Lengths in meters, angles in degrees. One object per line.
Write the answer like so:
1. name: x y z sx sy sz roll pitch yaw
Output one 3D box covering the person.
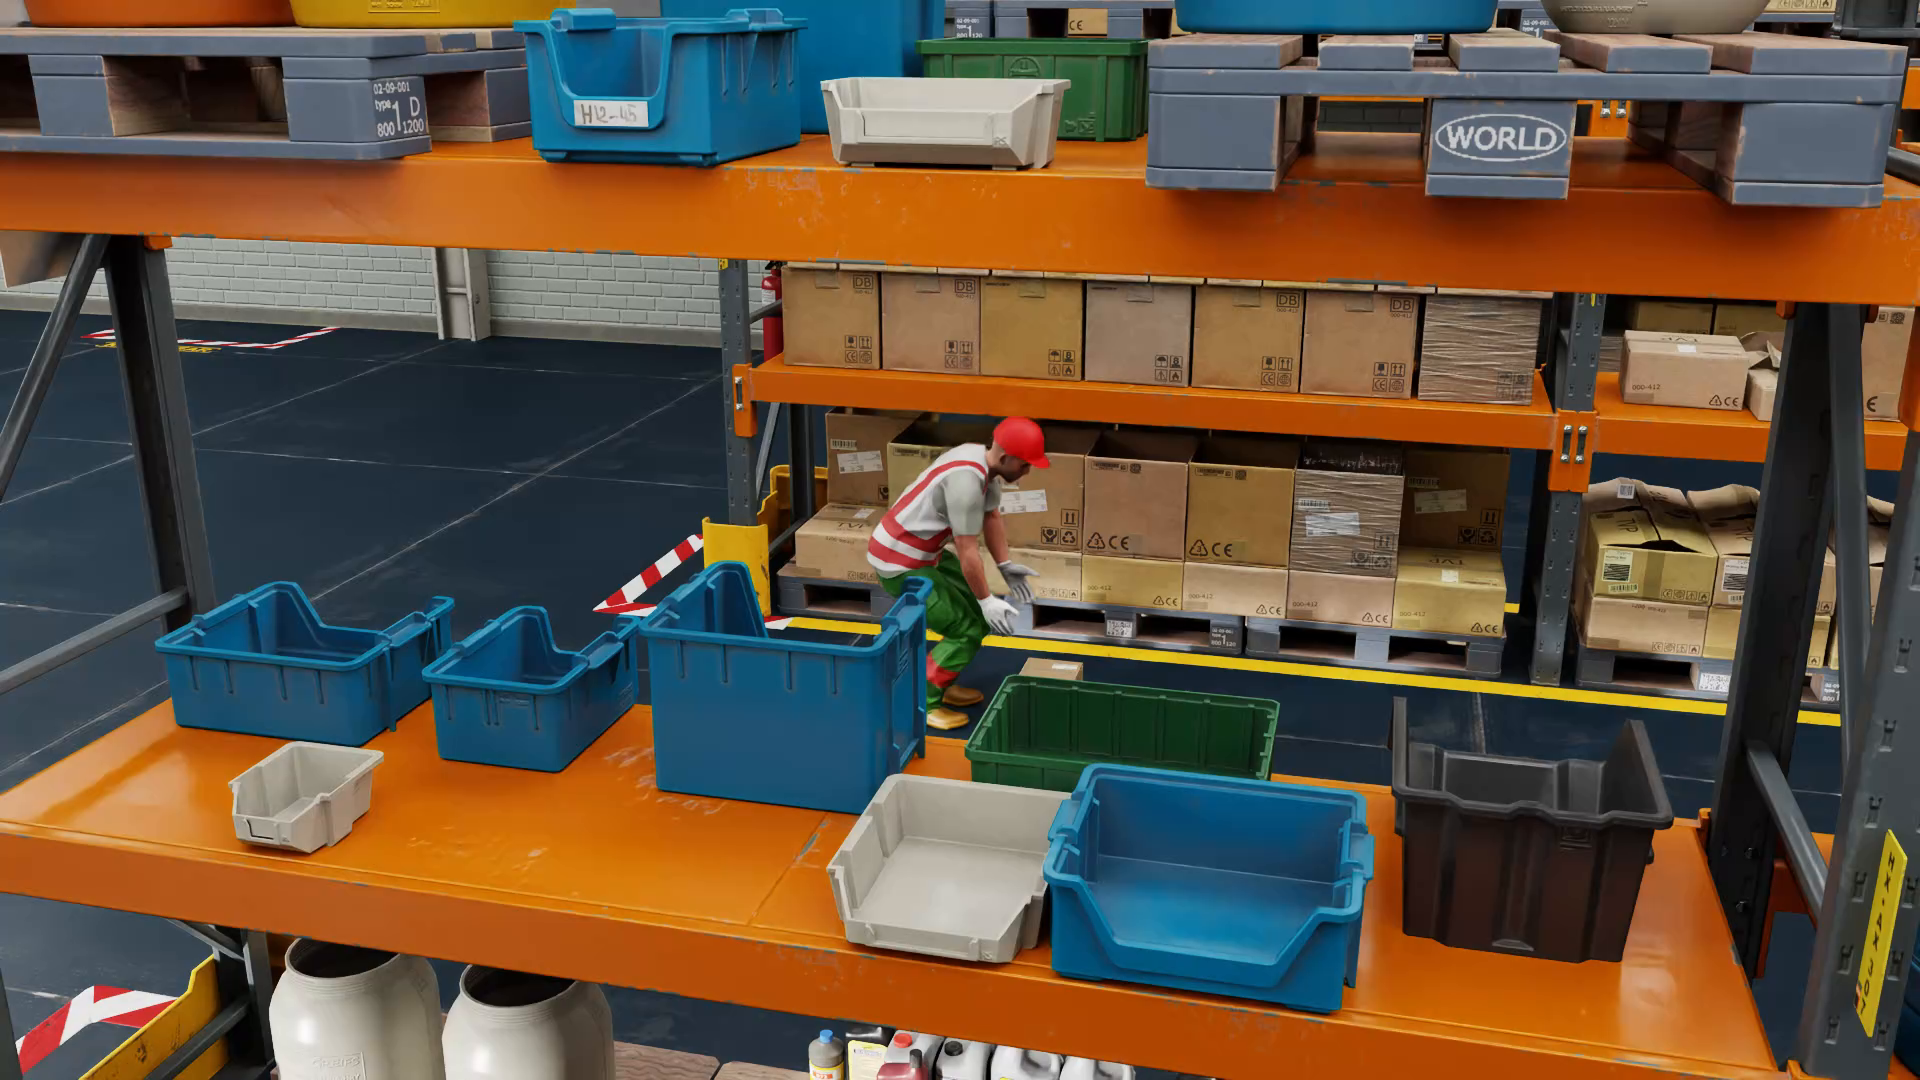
1. person: -0.001 0.115 7.322 0.782 1.381 0.584 4 19 13
